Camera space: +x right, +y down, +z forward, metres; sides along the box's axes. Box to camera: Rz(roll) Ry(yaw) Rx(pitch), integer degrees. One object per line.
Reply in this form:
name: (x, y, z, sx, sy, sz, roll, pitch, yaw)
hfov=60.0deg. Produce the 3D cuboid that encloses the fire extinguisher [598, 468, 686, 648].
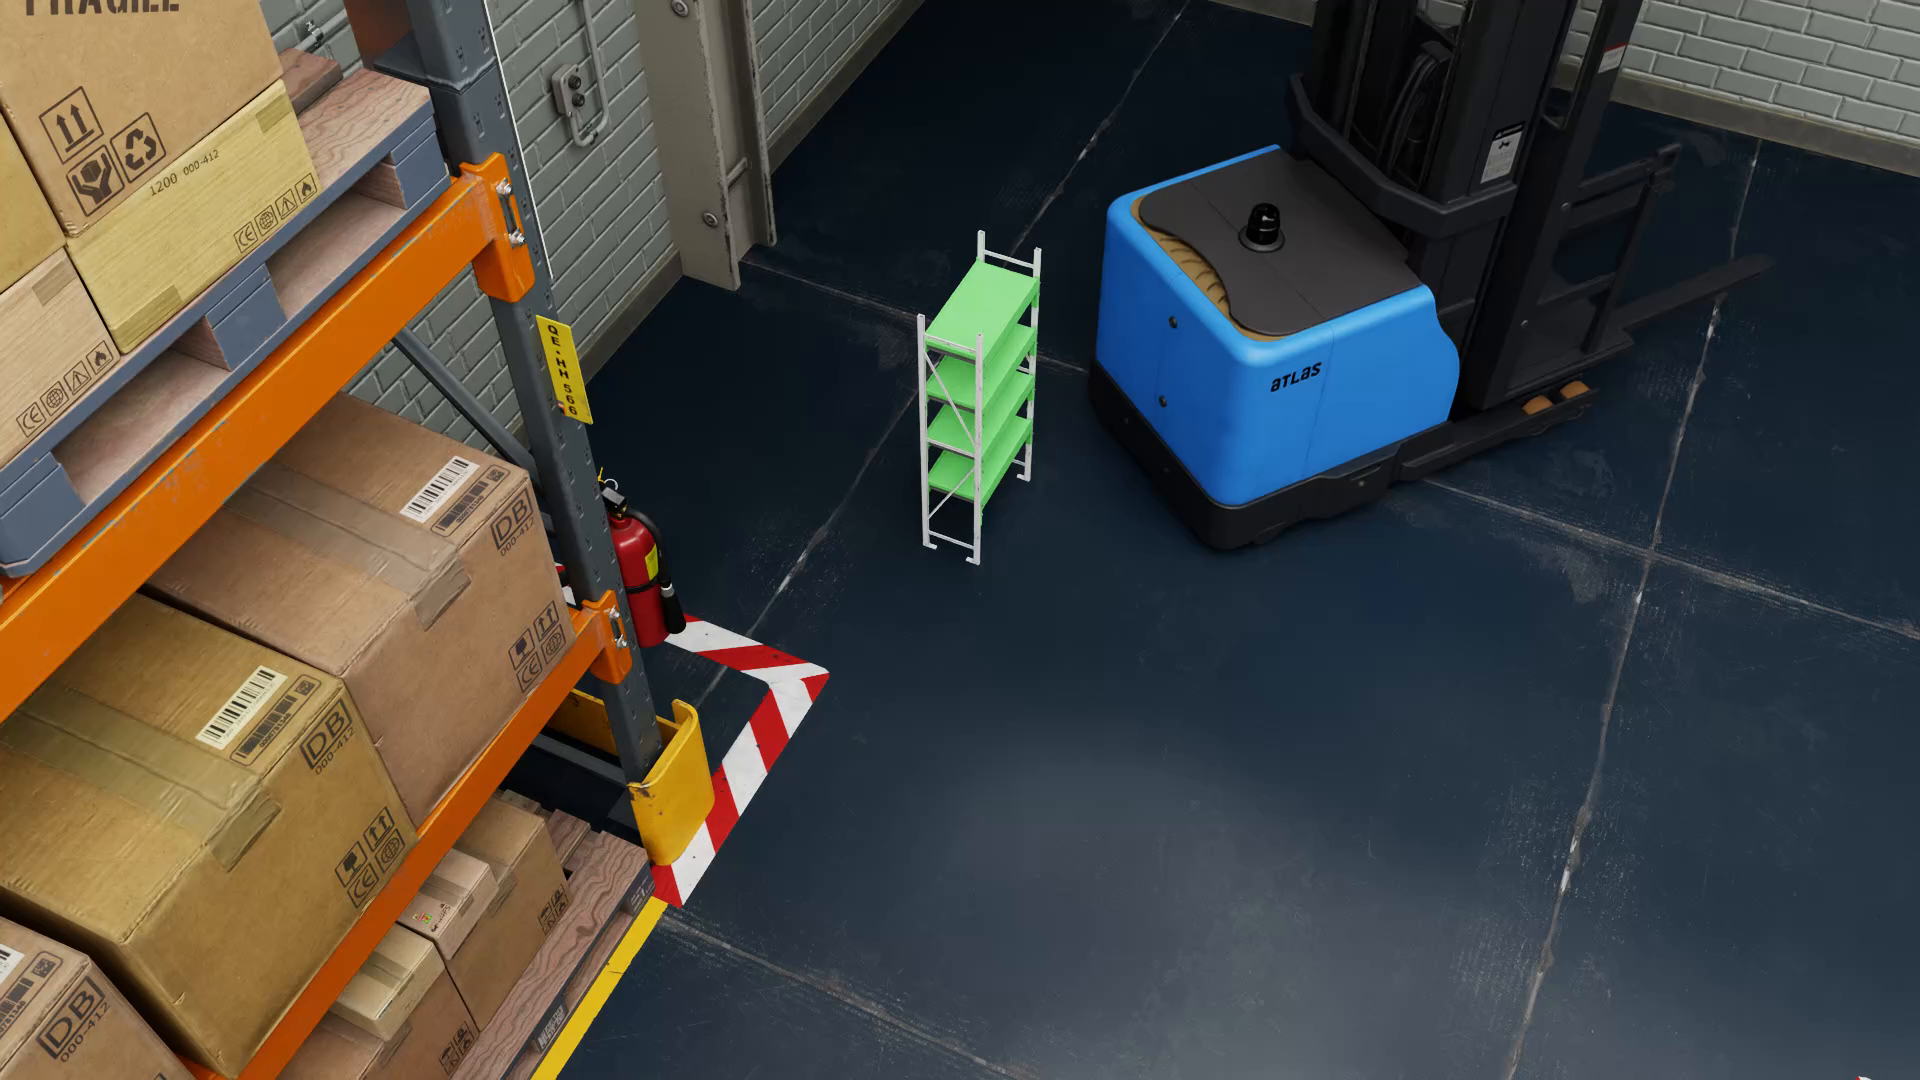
fire extinguisher: (-0.962, 0.049, 4.850, 0.296, 0.674, 0.183, 20, 52, 16)

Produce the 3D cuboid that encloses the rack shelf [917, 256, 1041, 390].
rack shelf: (0.071, -0.772, 5.888, 0.258, 0.148, 0.480, 20, 52, 16)

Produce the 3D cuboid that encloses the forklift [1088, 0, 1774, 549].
forklift: (2.087, -1.723, 6.107, 3.031, 2.935, 1.130, -22, 53, -17)

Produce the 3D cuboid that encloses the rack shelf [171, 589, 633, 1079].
rack shelf: (-2.299, 1.467, 3.820, 1.077, 0.370, 4.000, 20, 52, 16)

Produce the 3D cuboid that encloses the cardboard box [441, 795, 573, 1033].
cardboard box: (-1.653, 1.045, 5.072, 0.700, 0.500, 0.500, 20, 52, 16)

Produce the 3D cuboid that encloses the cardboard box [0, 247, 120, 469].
cardboard box: (-1.738, -0.286, 2.627, 0.500, 0.250, 0.500, 18, 52, 15)

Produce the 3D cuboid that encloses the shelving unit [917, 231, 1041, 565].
shelving unit: (0.071, -0.503, 6.205, 0.258, 1.200, 0.503, 20, 52, 16)

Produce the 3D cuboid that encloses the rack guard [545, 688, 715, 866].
rack guard: (-1.434, 0.650, 5.684, 1.175, 0.500, 0.348, 20, 52, 16)

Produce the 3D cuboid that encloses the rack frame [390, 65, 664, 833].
rack frame: (-1.444, -0.144, 4.718, 1.000, 3.000, 0.127, 20, 52, 16)

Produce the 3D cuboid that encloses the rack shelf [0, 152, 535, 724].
rack shelf: (-2.299, 0.495, 2.677, 1.077, 0.370, 4.000, 20, 52, 16)

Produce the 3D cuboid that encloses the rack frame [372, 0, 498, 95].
rack frame: (-1.444, -2.088, 2.433, 1.000, 3.000, 0.127, 20, 52, 16)

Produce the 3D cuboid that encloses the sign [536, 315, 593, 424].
sign: (-0.959, -0.409, 4.028, 0.100, 0.325, 0.005, 20, 52, 16)

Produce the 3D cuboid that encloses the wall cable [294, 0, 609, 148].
wall cable: (-1.752, -1.662, 5.343, 0.084, 1.984, 1.851, 20, 52, 16)

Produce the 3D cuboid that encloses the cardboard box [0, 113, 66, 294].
cardboard box: (-1.734, -0.545, 2.354, 0.500, 0.500, 0.500, 21, 53, 17)

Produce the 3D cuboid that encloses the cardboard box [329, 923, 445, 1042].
cardboard box: (-1.651, 1.159, 4.549, 0.380, 0.149, 0.250, 21, 53, 17)

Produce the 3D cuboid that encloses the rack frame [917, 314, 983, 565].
rack frame: (-0.034, -0.335, 6.062, 0.240, 1.200, 0.015, 20, 52, 16)

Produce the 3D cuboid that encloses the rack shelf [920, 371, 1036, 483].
rack shelf: (0.071, -0.461, 6.254, 0.258, 0.148, 0.480, 20, 52, 16)

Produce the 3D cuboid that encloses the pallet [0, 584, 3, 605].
pallet: (-2.272, 0.270, 2.454, 1.003, 0.211, 1.213, 20, 52, 16)

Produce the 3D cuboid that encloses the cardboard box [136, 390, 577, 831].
cardboard box: (-1.653, 0.114, 4.302, 0.980, 0.700, 0.700, 22, 53, 18)

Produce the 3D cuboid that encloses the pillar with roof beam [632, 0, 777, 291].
pillar with roof beam: (2.820, -2.828, 3.063, 9.100, 9.000, 0.400, 20, 52, 16)

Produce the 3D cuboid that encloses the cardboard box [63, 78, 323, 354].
cardboard box: (-1.517, -0.645, 2.932, 0.500, 0.250, 0.500, 21, 53, 17)

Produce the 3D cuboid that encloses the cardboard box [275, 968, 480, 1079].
cardboard box: (-1.867, 1.390, 4.779, 0.700, 0.500, 0.500, 20, 52, 16)

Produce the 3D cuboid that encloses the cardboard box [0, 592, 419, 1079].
cardboard box: (-1.954, 0.618, 3.873, 0.980, 0.700, 0.700, 19, 52, 16)

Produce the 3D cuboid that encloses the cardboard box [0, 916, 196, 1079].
cardboard box: (-2.288, 1.140, 3.428, 0.980, 0.700, 0.700, 18, 52, 14)

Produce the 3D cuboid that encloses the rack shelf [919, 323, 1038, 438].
rack shelf: (0.071, -0.617, 6.071, 0.258, 0.148, 0.480, 20, 52, 16)

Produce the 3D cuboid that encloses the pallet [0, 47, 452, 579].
pallet: (-1.752, -0.573, 3.172, 1.003, 0.211, 1.213, 20, 52, 16)

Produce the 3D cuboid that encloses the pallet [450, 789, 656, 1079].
pallet: (-1.715, 1.336, 5.290, 1.003, 0.211, 1.213, 20, 52, 16)

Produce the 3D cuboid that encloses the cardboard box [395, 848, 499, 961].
cardboard box: (-1.543, 0.982, 4.699, 0.380, 0.149, 0.250, 19, 52, 16)

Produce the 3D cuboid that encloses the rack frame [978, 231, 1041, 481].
rack frame: (0.175, -0.671, 6.348, 0.240, 1.200, 0.015, 20, 52, 16)

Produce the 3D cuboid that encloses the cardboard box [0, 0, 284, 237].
cardboard box: (-1.510, -0.886, 2.644, 0.500, 0.500, 0.500, 20, 52, 16)

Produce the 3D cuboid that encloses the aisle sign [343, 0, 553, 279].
aisle sign: (-1.142, -0.938, 3.687, 0.394, 0.787, 0.004, 20, 52, 16)

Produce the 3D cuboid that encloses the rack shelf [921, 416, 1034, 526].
rack shelf: (0.071, -0.306, 6.437, 0.258, 0.148, 0.480, 20, 52, 16)
